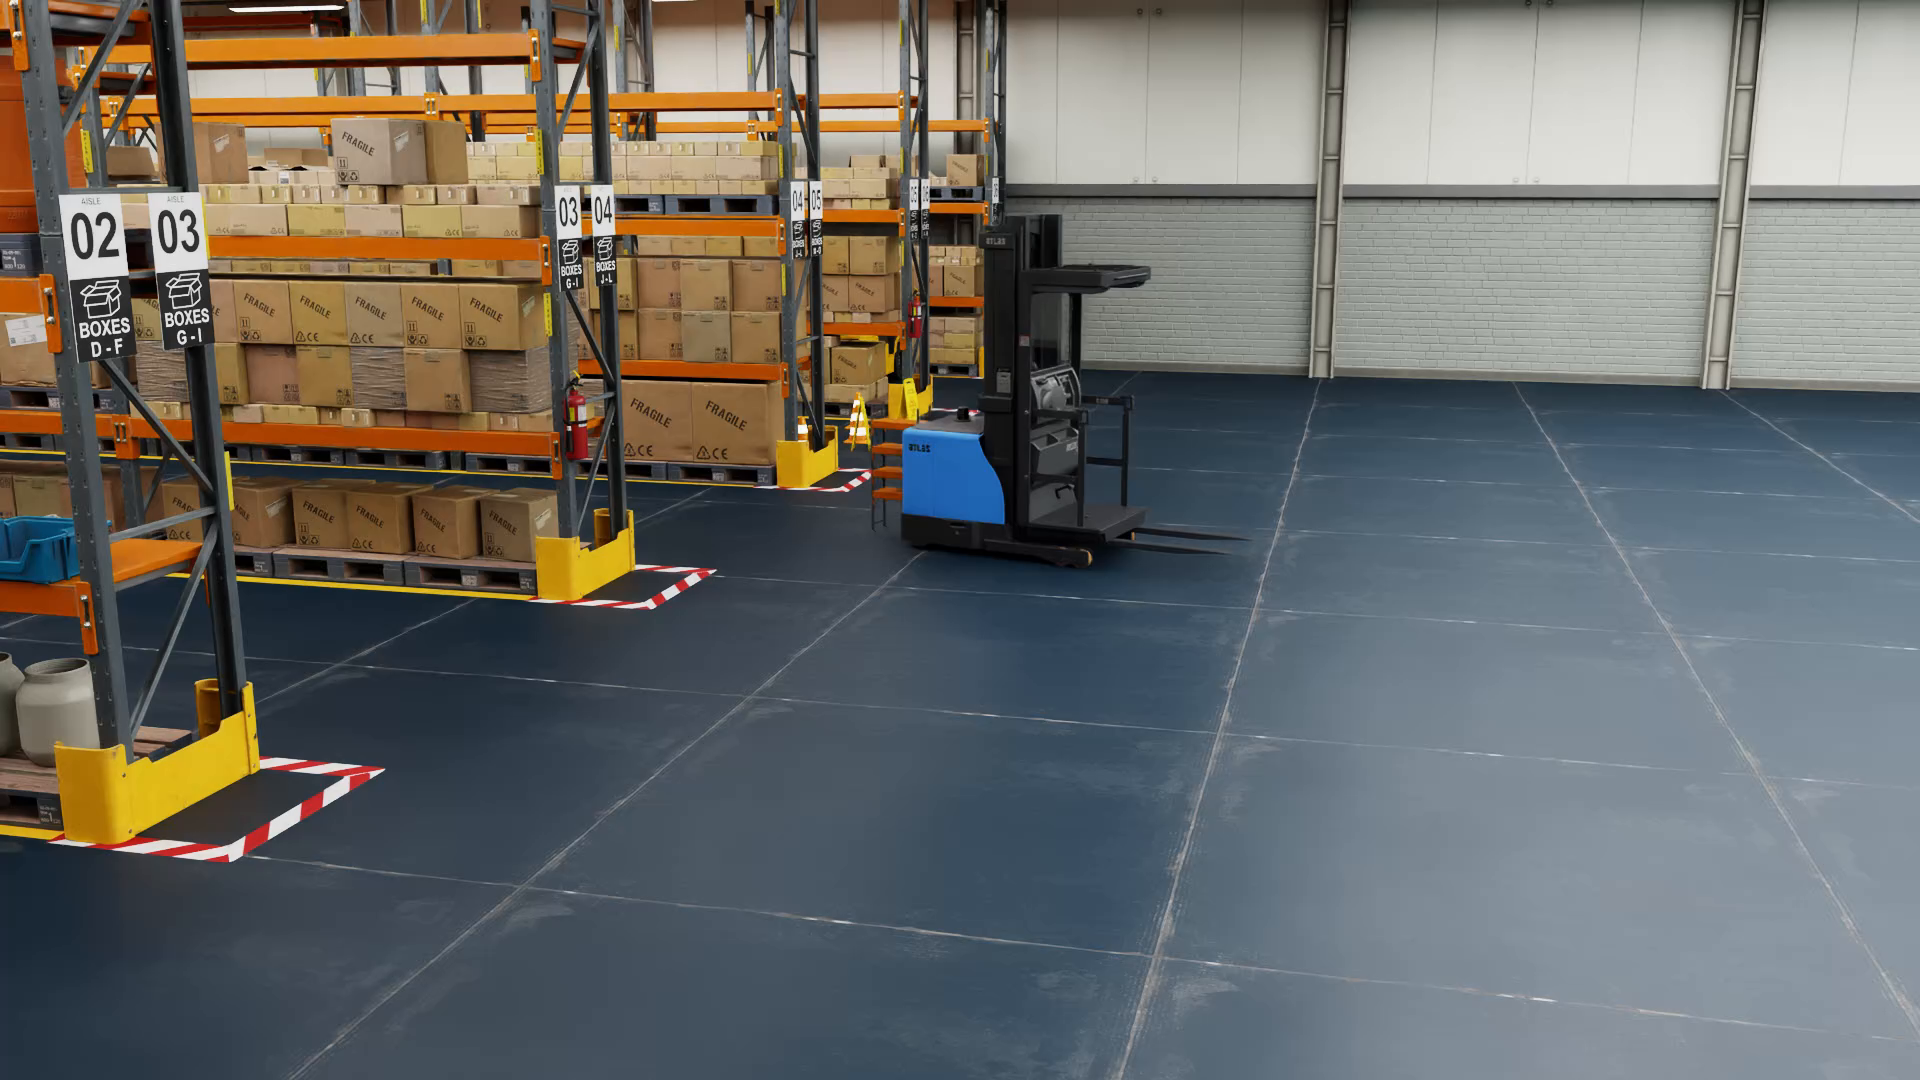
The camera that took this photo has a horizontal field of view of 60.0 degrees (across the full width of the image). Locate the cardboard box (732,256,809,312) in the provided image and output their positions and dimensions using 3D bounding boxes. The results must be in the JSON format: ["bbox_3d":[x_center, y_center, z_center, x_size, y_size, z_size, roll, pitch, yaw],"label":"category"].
[{"bbox_3d":[-2.044,-2.775,17.993,0.550,0.550,0.875,3,13,14],"label":"cardboard box"}]

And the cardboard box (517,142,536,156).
[{"bbox_3d":[-4.565,-4.210,17.914,0.250,0.149,0.380,3,13,13],"label":"cardboard box"}]

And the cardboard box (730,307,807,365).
[{"bbox_3d":[-2.065,-2.230,18.030,0.550,0.550,0.875,3,13,14],"label":"cardboard box"}]

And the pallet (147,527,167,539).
[{"bbox_3d":[-7.620,0.004,14.744,1.213,0.211,1.003,3,13,14],"label":"pallet"}]

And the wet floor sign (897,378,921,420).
[{"bbox_3d":[-0.678,-1.809,21.915,0.232,0.644,0.267,8,15,33],"label":"wet floor sign"}]

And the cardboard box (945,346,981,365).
[{"bbox_3d":[0.048,-3.058,27.487,0.500,0.250,0.500,3,13,14],"label":"cardboard box"}]

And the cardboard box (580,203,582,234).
[{"bbox_3d":[-3.386,-2.580,13.374,0.500,0.250,0.500,3,13,15],"label":"cardboard box"}]

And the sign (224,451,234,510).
[{"bbox_3d":[-4.031,-0.318,9.121,0.005,0.325,0.100,3,13,14],"label":"sign"}]

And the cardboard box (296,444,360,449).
[{"bbox_3d":[-7.137,-1.526,19.426,0.750,0.750,1.050,3,13,14],"label":"cardboard box"}]

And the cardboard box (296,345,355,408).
[{"bbox_3d":[-4.979,-1.402,13.726,0.500,0.500,0.875,3,13,14],"label":"cardboard box"}]

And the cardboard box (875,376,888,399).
[{"bbox_3d":[-1.323,-2.156,23.421,0.500,0.250,0.500,3,13,13],"label":"cardboard box"}]

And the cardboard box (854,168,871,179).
[{"bbox_3d":[-1.246,-4.901,22.230,0.250,0.149,0.380,3,13,15],"label":"cardboard box"}]

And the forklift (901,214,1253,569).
[{"bbox_3d":[1.019,-1.317,14.418,3.031,2.935,1.130,6,14,27],"label":"forklift"}]

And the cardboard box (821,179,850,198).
[{"bbox_3d":[-1.652,-4.729,22.373,0.500,0.250,0.500,3,13,13],"label":"cardboard box"}]

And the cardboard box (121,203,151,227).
[{"bbox_3d":[-6.488,-2.631,13.604,0.500,0.250,0.500,3,13,11],"label":"cardboard box"}]

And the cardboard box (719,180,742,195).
[{"bbox_3d":[-2.342,-3.702,17.465,0.250,0.149,0.380,3,13,14],"label":"cardboard box"}]

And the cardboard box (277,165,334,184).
[{"bbox_3d":[-7.331,-4.074,18.768,0.500,0.311,0.500,3,13,11],"label":"cardboard box"}]

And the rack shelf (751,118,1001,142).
[{"bbox_3d":[-1.362,-6.724,27.363,4.000,0.370,1.077,3,13,14],"label":"rack shelf"}]

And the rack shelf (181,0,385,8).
[{"bbox_3d":[-10.314,-7.912,24.125,4.000,0.370,1.077,3,13,14],"label":"rack shelf"}]

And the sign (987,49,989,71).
[{"bbox_3d":[0.436,-7.548,26.153,0.005,0.325,0.100,3,13,14],"label":"sign"}]

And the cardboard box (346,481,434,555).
[{"bbox_3d":[-4.774,-0.190,13.984,0.500,0.500,0.500,4,13,19],"label":"cardboard box"}]

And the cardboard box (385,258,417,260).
[{"bbox_3d":[-7.991,-3.936,24.176,0.500,0.500,0.500,3,13,12],"label":"cardboard box"}]

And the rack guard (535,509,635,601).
[{"bbox_3d":[-3.054,0.107,13.614,0.348,0.500,1.175,3,13,14],"label":"rack guard"}]

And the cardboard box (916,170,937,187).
[{"bbox_3d":[-0.543,-5.882,27.022,0.258,0.266,0.396,3,13,14],"label":"cardboard box"}]

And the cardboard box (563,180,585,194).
[{"bbox_3d":[-4.068,-3.794,17.881,0.250,0.149,0.380,3,13,14],"label":"cardboard box"}]

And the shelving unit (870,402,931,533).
[{"bbox_3d":[-0.546,-0.653,15.421,0.503,1.200,0.258,6,14,27],"label":"shelving unit"}]

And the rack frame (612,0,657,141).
[{"bbox_3d":[-4.489,-6.330,23.004,0.127,3.000,1.000,3,13,14],"label":"rack frame"}]

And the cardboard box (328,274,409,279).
[{"bbox_3d":[-4.905,-1.955,13.911,0.500,0.500,0.500,3,13,14],"label":"cardboard box"}]

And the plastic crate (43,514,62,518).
[{"bbox_3d":[-4.958,-0.053,9.174,0.250,0.136,0.298,3,13,14],"label":"plastic crate"}]

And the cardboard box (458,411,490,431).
[{"bbox_3d":[-3.804,-0.973,13.292,0.250,0.149,0.380,3,13,14],"label":"cardboard box"}]

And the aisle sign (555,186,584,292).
[{"bbox_3d":[-2.992,-2.312,12.745,0.004,0.787,0.394,3,13,14],"label":"aisle sign"}]

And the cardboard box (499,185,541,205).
[{"bbox_3d":[-3.324,-2.644,12.743,0.250,0.149,0.380,3,13,14],"label":"cardboard box"}]

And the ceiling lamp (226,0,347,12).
[{"bbox_3d":[-10.783,-10.133,26.670,2.000,3.185,0.800,3,13,14],"label":"ceiling lamp"}]

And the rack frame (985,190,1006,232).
[{"bbox_3d":[0.580,-4.237,27.424,0.127,3.000,1.000,3,13,14],"label":"rack frame"}]

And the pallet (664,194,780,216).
[{"bbox_3d":[-2.416,-3.605,17.851,1.213,0.211,1.003,3,13,14],"label":"pallet"}]

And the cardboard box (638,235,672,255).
[{"bbox_3d":[-4.114,-4.015,23.194,0.500,0.500,0.700,3,13,13],"label":"cardboard box"}]

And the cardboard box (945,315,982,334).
[{"bbox_3d":[0.058,-3.547,27.380,0.500,0.250,0.500,4,13,15],"label":"cardboard box"}]

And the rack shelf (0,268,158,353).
[{"bbox_3d":[-6.108,-1.285,8.852,4.000,0.370,1.077,3,13,14],"label":"rack shelf"}]

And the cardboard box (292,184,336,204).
[{"bbox_3d":[-5.089,-2.755,13.244,0.250,0.149,0.380,3,13,15],"label":"cardboard box"}]

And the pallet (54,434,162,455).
[{"bbox_3d":[-10.219,-1.242,20.360,1.213,0.211,1.003,3,13,14],"label":"pallet"}]

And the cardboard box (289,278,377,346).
[{"bbox_3d":[-5.028,-1.847,13.424,0.500,0.500,0.500,3,13,14],"label":"cardboard box"}]

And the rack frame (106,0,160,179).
[{"bbox_3d":[-9.460,-5.491,19.224,0.127,3.000,1.000,3,13,14],"label":"rack frame"}]

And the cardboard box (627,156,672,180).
[{"bbox_3d":[-3.208,-3.956,17.691,0.500,0.250,0.500,3,13,13],"label":"cardboard box"}]

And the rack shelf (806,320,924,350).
[{"bbox_3d":[-2.547,-2.946,23.264,4.000,0.370,1.077,3,13,14],"label":"rack shelf"}]

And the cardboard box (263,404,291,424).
[{"bbox_3d":[-5.507,-1.060,13.684,0.250,0.149,0.380,3,13,14],"label":"cardboard box"}]

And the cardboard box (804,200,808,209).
[{"bbox_3d":[-2.002,-4.552,22.496,0.250,0.149,0.380,3,13,13],"label":"cardboard box"}]

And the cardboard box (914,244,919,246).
[{"bbox_3d":[-0.699,-4.866,27.843,0.250,0.149,0.380,3,13,15],"label":"cardboard box"}]

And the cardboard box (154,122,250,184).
[{"bbox_3d":[-6.365,-3.250,13.975,0.500,0.500,0.500,3,13,12],"label":"cardboard box"}]

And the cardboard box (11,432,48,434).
[{"bbox_3d":[-11.183,-1.578,20.239,0.500,0.500,0.500,2,13,11],"label":"cardboard box"}]

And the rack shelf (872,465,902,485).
[{"bbox_3d":[-0.546,-0.587,15.435,0.480,0.148,0.258,6,14,27],"label":"rack shelf"}]

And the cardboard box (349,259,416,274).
[{"bbox_3d":[-6.560,-2.943,19.048,0.500,0.500,0.700,3,13,13],"label":"cardboard box"}]

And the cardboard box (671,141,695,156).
[{"bbox_3d":[-2.845,-4.118,17.498,0.250,0.149,0.380,3,13,14],"label":"cardboard box"}]

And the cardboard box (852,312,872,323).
[{"bbox_3d":[-1.292,-3.035,22.584,0.250,0.149,0.380,3,13,13],"label":"cardboard box"}]

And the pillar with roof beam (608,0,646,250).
[{"bbox_3d":[-6.737,-6.798,25.114,0.548,9.000,9.100,3,13,14],"label":"pillar with roof beam"}]
